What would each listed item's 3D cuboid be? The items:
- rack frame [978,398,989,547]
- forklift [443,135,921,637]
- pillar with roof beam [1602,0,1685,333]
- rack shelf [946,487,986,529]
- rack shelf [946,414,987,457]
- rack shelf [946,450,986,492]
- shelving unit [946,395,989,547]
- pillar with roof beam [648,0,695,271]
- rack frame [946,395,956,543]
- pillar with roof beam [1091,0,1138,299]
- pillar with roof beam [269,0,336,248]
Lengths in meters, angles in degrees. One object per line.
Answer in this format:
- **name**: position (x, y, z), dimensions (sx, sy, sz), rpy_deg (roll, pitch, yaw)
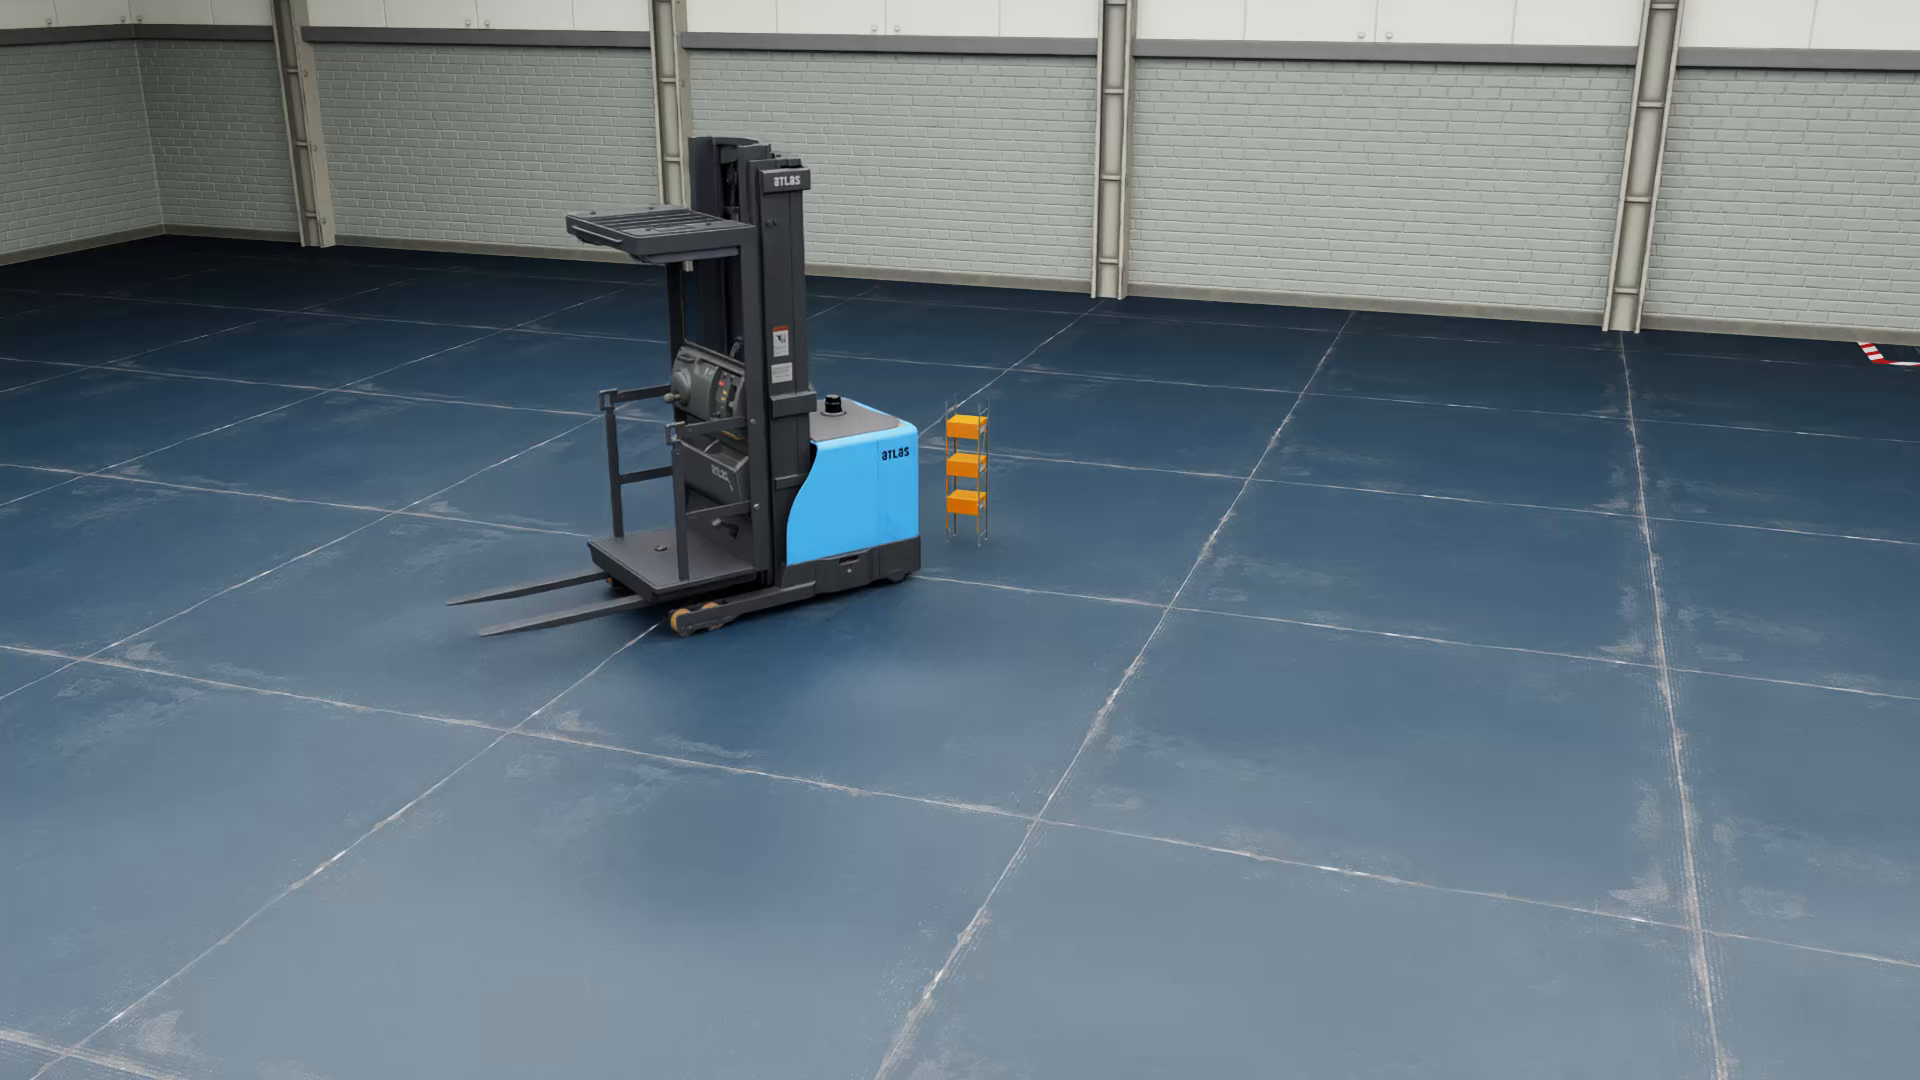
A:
- **rack frame**: position (0.166, -0.477, 11.849), dimensions (0.008, 1.050, 0.200), rpy_deg (7, 20, 18)
- **forklift**: position (-1.768, -0.983, 10.443), dimensions (3.031, 2.935, 1.130), rpy_deg (-13, 23, -32)
- **pillar with roof beam**: position (6.126, -5.317, 13.657), dimensions (0.400, 9.000, 9.100), rpy_deg (7, 20, 18)
- **rack shelf**: position (0.051, -0.218, 11.982), dimensions (0.240, 0.259, 0.215), rpy_deg (7, 20, 18)
- **rack shelf**: position (0.051, -0.748, 11.797), dimensions (0.240, 0.259, 0.215), rpy_deg (7, 20, 18)
- **rack shelf**: position (0.051, -0.480, 11.890), dimensions (0.240, 0.259, 0.215), rpy_deg (7, 20, 18)
- **shelving unit**: position (0.051, -0.490, 11.887), dimensions (0.252, 1.050, 0.215), rpy_deg (7, 20, 18)
- **pillar with roof beam**: position (-5.209, -6.613, 17.376), dimensions (0.400, 9.000, 9.100), rpy_deg (7, 20, 18)
- **rack frame**: position (-0.065, -0.503, 11.925), dimensions (0.008, 1.050, 0.200), rpy_deg (7, 20, 18)
- **pillar with roof beam**: position (0.459, -5.965, 15.517), dimensions (0.400, 9.000, 9.100), rpy_deg (7, 20, 18)
- **pillar with roof beam**: position (-10.877, -7.261, 19.235), dimensions (0.400, 9.000, 9.100), rpy_deg (7, 20, 18)
